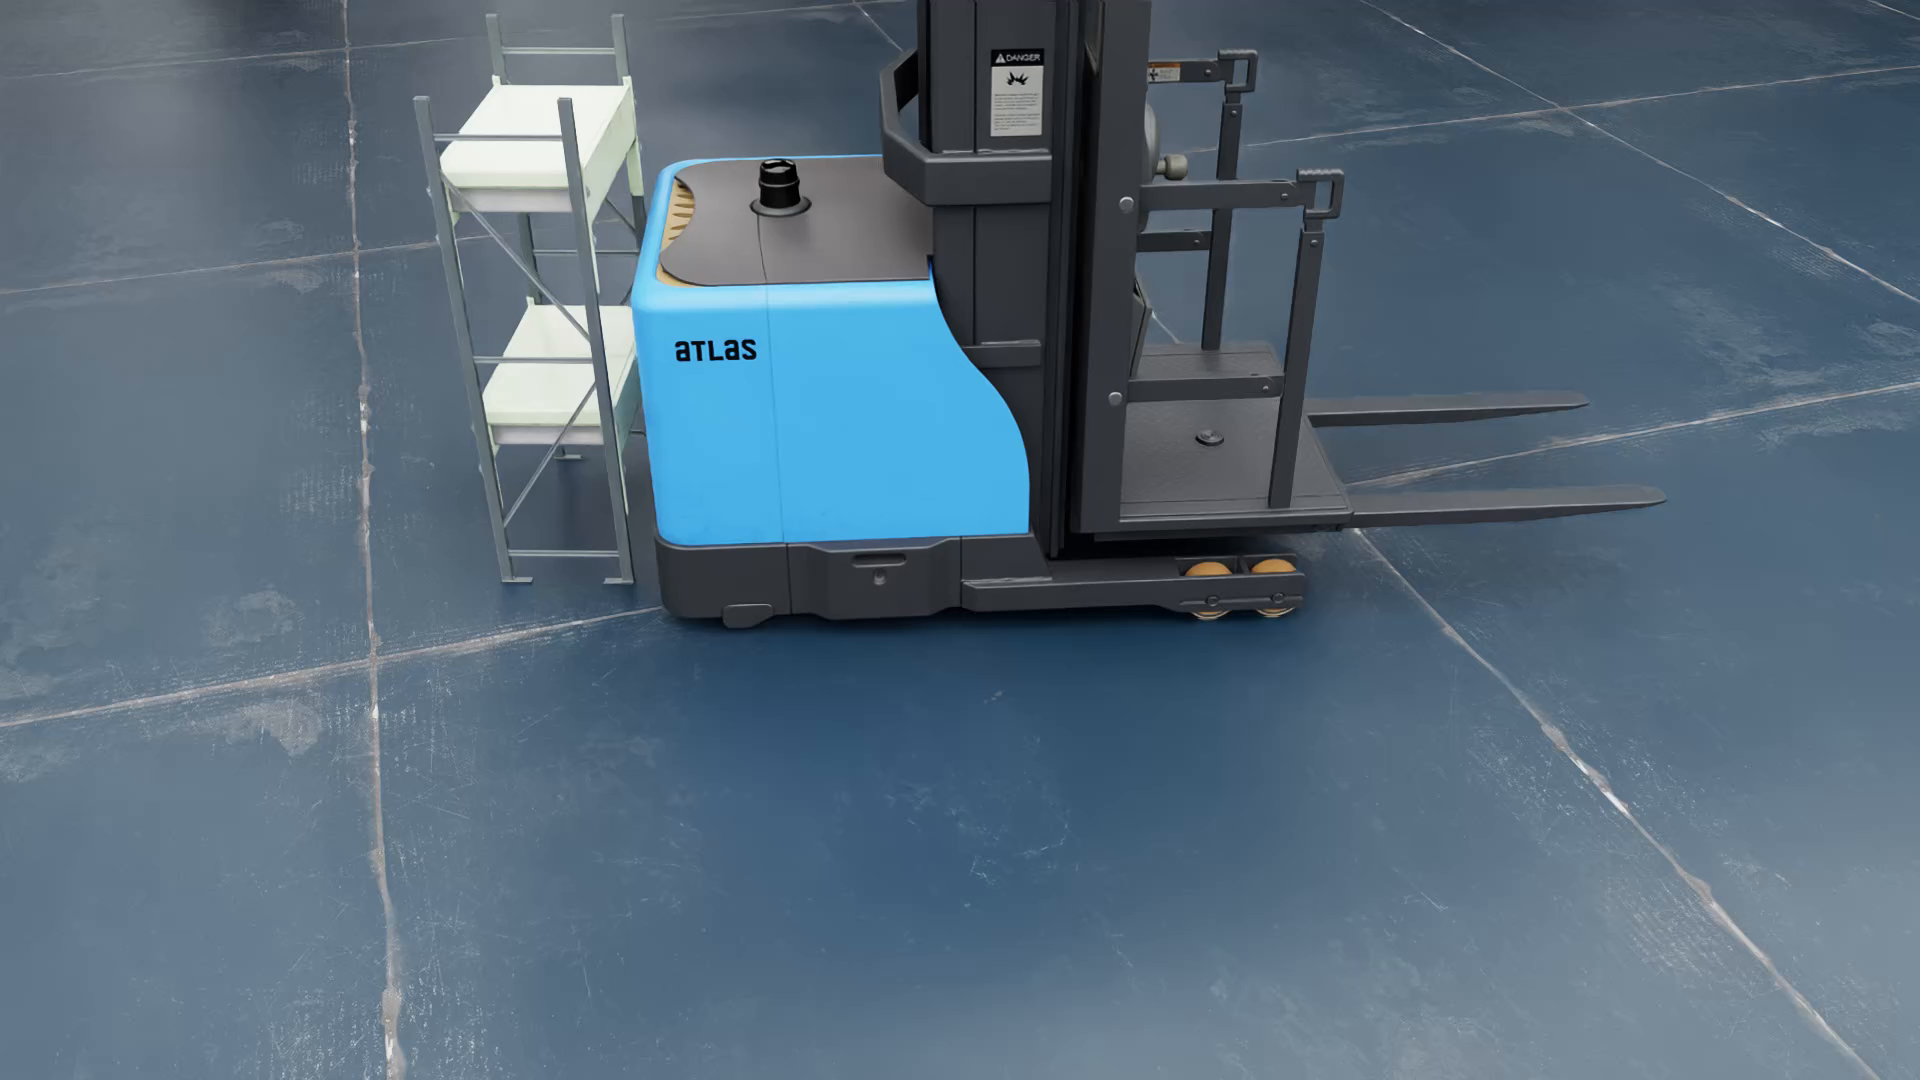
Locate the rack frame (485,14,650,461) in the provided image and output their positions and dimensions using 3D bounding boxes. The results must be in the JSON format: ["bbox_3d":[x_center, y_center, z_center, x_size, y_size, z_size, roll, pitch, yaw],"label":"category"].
[{"bbox_3d":[-1.181,-0.902,5.255,0.400,1.500,0.023,0,33,1],"label":"rack frame"}]

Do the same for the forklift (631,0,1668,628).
[{"bbox_3d":[0.609,-1.282,4.531,3.031,2.935,1.130,-2,34,-3],"label":"forklift"}]

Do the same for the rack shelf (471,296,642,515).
[{"bbox_3d":[-1.185,-0.428,5.129,0.431,0.370,0.720,0,33,1],"label":"rack shelf"}]

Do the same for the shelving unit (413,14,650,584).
[{"bbox_3d":[-1.185,-0.700,4.949,0.431,1.500,0.755,0,33,1],"label":"shelving unit"}]

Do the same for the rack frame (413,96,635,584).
[{"bbox_3d":[-1.189,-0.499,4.644,0.400,1.500,0.023,0,33,1],"label":"rack frame"}]

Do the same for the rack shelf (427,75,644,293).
[{"bbox_3d":[-1.185,-1.026,4.734,0.431,0.370,0.720,0,33,1],"label":"rack shelf"}]
